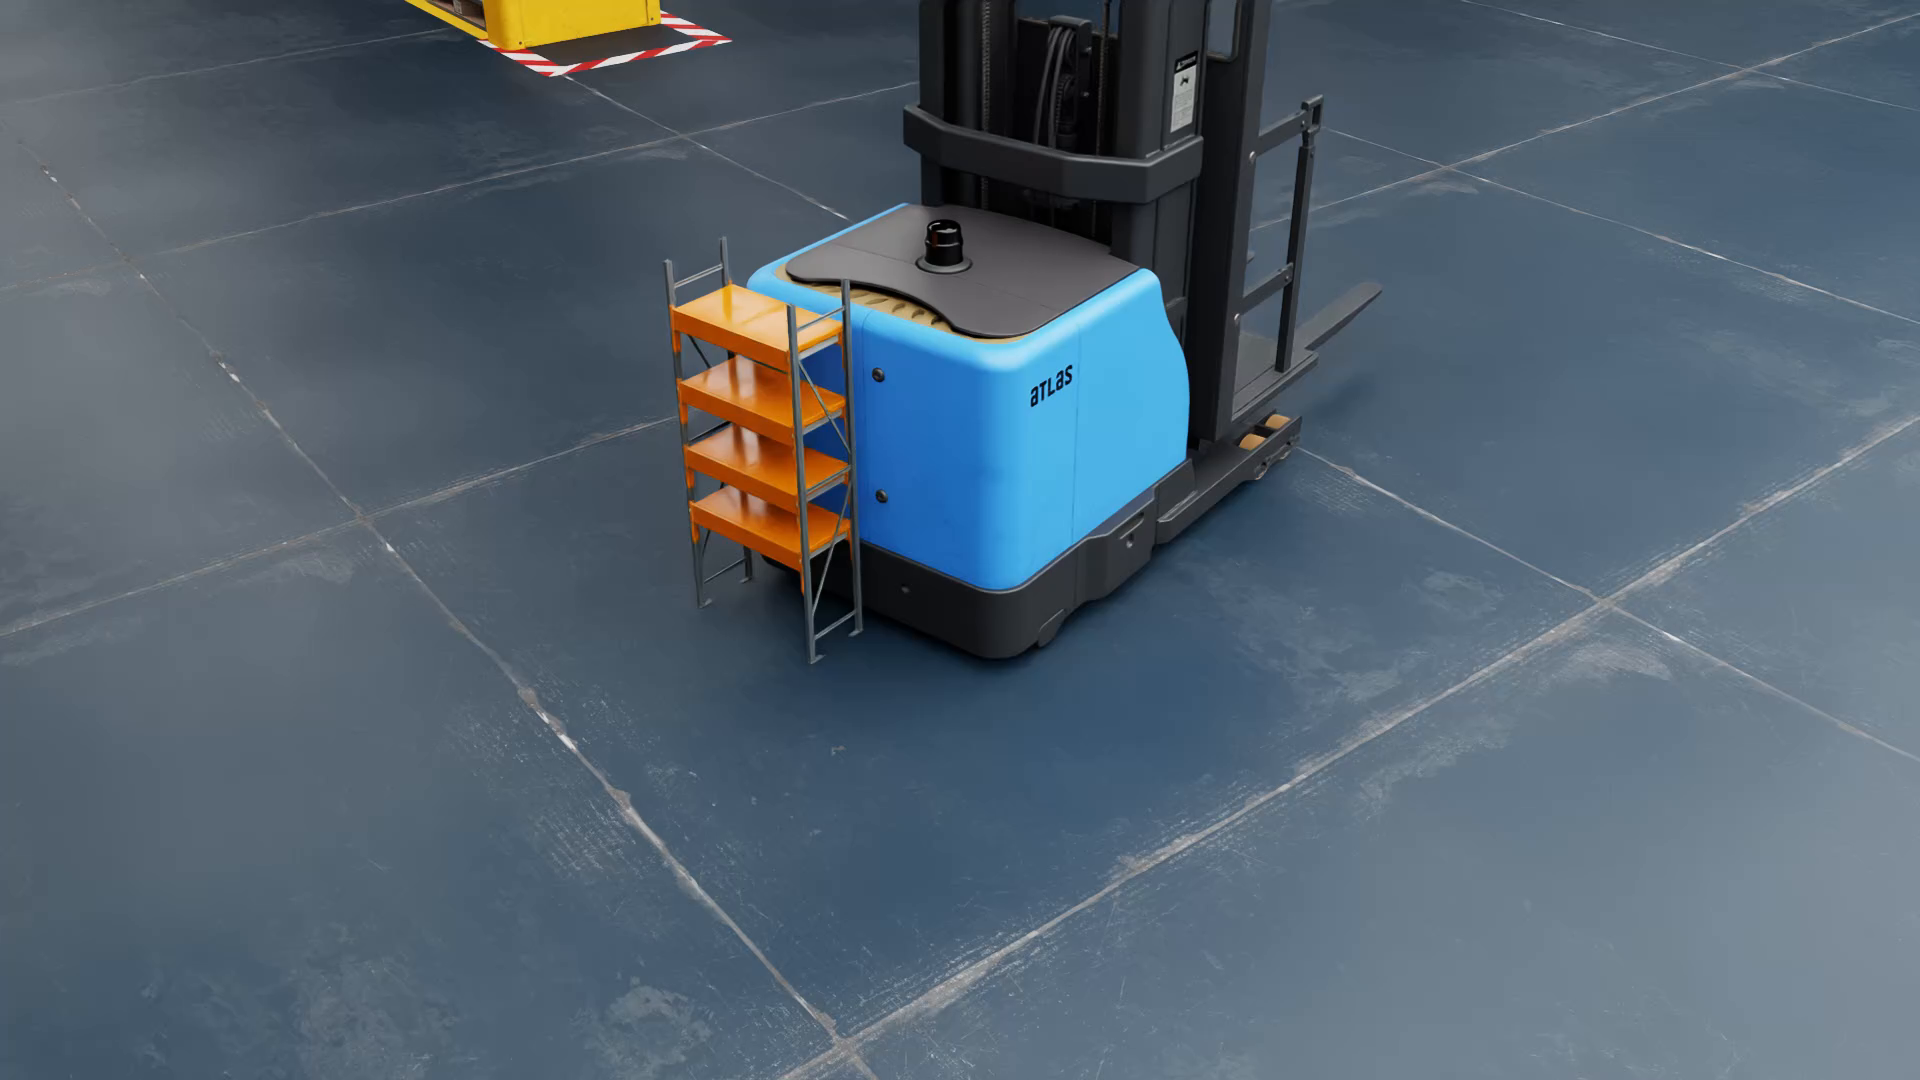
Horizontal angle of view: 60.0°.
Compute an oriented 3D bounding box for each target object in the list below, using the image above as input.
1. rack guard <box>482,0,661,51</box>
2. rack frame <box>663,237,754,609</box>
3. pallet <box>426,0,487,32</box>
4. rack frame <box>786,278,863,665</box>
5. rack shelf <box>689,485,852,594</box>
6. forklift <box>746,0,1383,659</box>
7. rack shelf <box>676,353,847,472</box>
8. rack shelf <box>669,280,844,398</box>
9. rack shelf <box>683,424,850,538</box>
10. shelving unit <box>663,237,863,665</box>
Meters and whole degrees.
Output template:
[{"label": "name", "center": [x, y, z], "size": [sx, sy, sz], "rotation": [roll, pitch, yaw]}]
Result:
[{"label": "rack guard", "center": [-2.612, -3.676, 11.195], "size": [1.175, 0.500, 0.348], "rotation": [-22, 38, -31]}, {"label": "rack frame", "center": [-0.770, -0.336, 5.153], "size": [0.015, 1.200, 0.240], "rotation": [23, 39, 32]}, {"label": "pallet", "center": [-3.106, -3.894, 11.819], "size": [1.003, 0.211, 1.213], "rotation": [-22, 38, -31]}, {"label": "rack frame", "center": [-0.389, -0.174, 4.893], "size": [0.015, 1.200, 0.240], "rotation": [23, 39, 32]}, {"label": "rack shelf", "center": [-0.579, -0.029, 5.163], "size": [0.480, 0.148, 0.258], "rotation": [23, 39, 32]}, {"label": "forklift", "center": [0.623, -1.606, 5.558], "size": [1.130, 2.935, 3.031], "rotation": [22, 38, 31]}, {"label": "rack shelf", "center": [-0.580, -0.388, 4.940], "size": [0.480, 0.148, 0.258], "rotation": [23, 39, 32]}, {"label": "rack shelf", "center": [-0.580, -0.589, 4.815], "size": [0.480, 0.148, 0.258], "rotation": [23, 39, 32]}, {"label": "rack shelf", "center": [-0.580, -0.198, 5.058], "size": [0.480, 0.148, 0.258], "rotation": [23, 39, 32]}, {"label": "shelving unit", "center": [-0.580, -0.255, 5.023], "size": [0.503, 1.200, 0.258], "rotation": [23, 39, 32]}]
